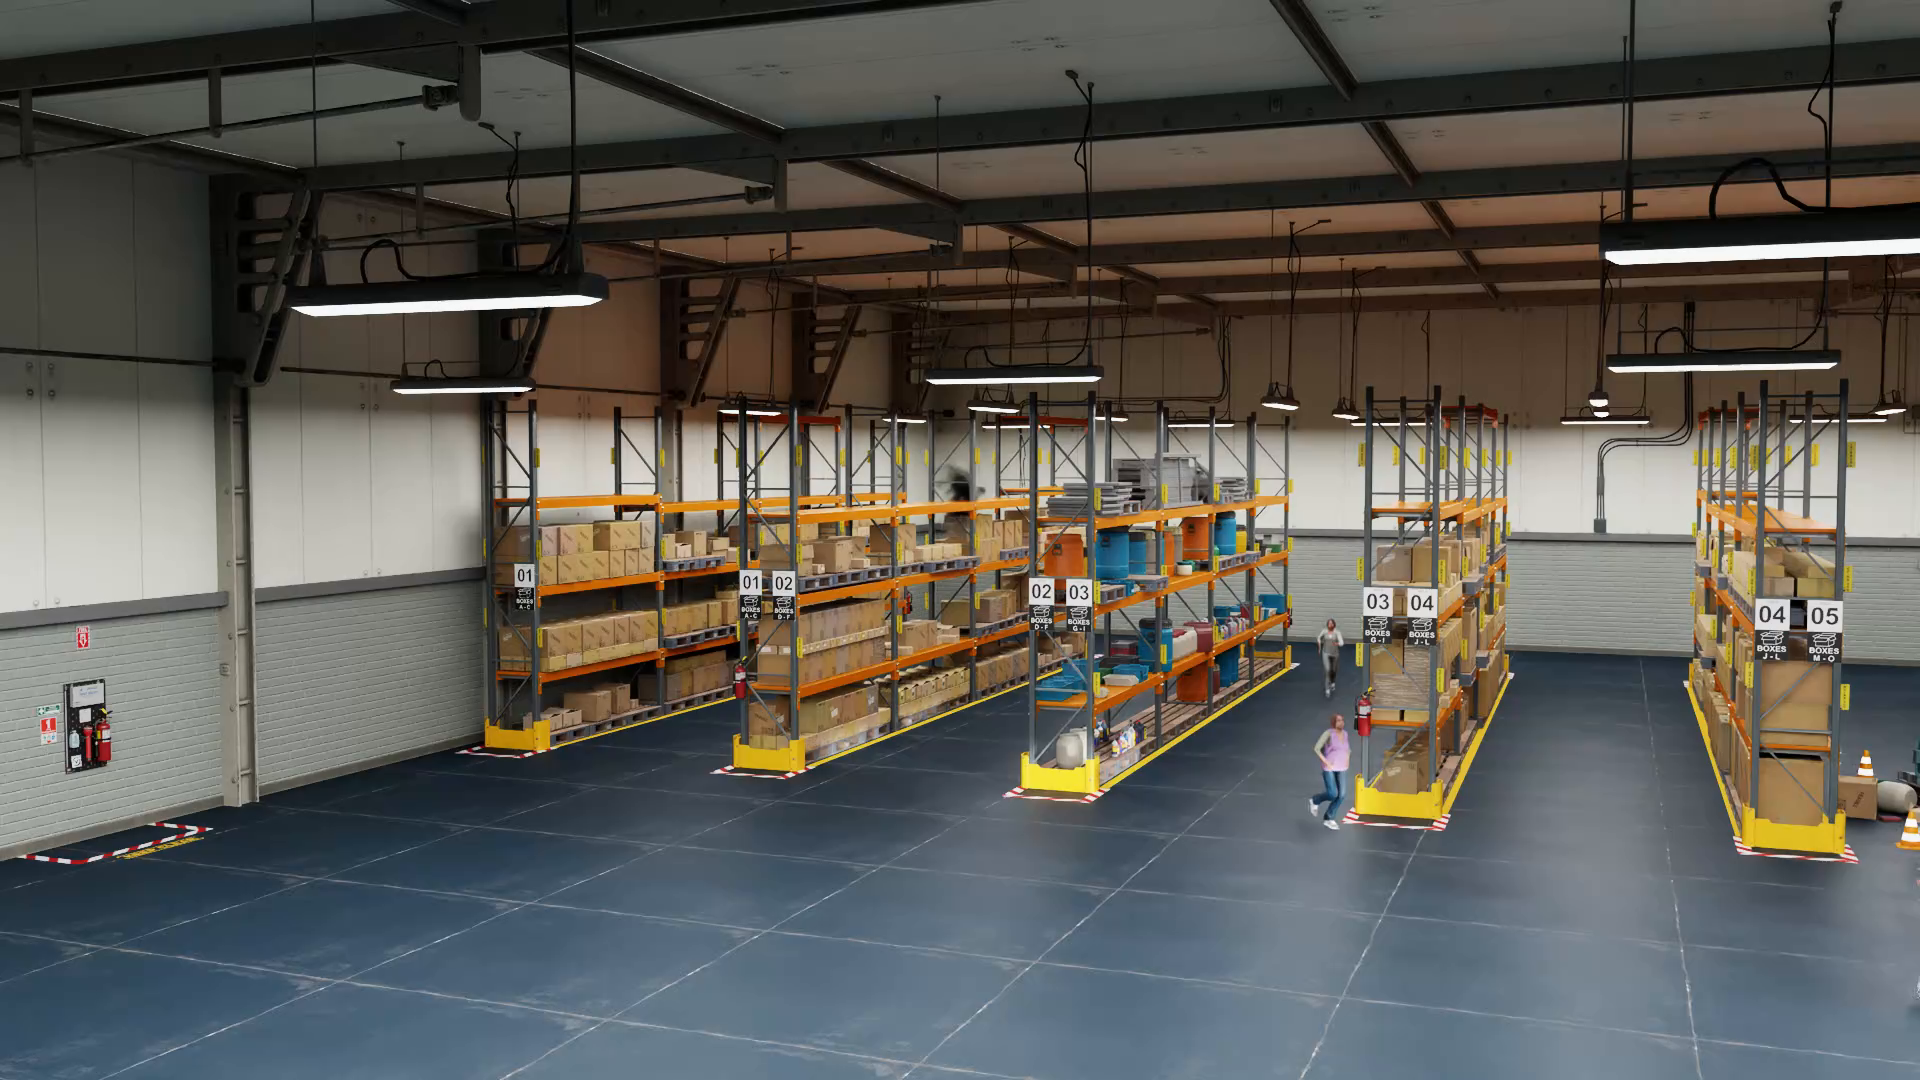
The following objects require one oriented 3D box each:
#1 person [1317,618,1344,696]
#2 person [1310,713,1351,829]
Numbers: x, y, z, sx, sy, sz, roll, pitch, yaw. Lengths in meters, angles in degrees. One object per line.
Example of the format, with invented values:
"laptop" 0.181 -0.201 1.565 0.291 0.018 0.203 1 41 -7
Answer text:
"person" 7.811 2.451 35.074 0.531 1.597 0.878 0 3 10
"person" 5.068 3.119 22.611 0.563 1.549 0.514 -1 3 -22
